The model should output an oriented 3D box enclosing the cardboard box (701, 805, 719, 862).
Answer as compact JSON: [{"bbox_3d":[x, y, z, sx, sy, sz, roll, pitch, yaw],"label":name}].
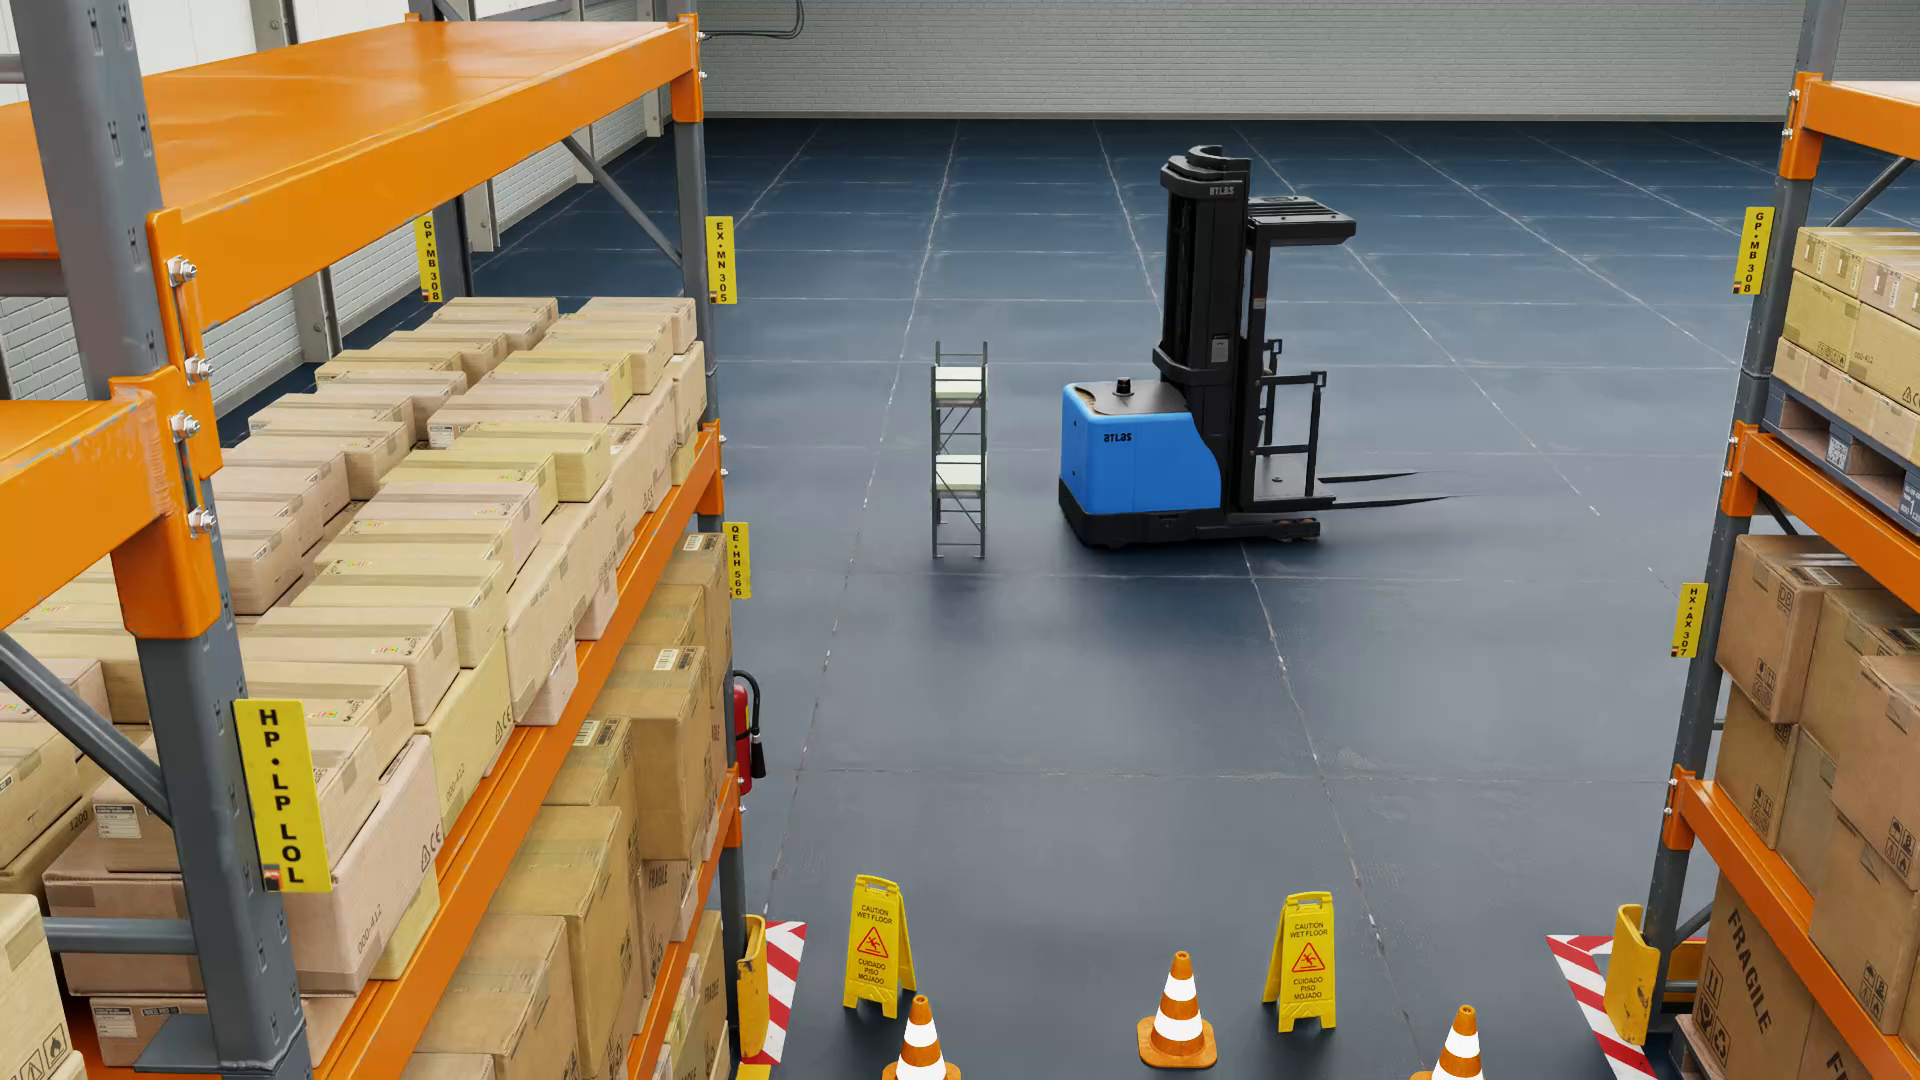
[{"bbox_3d":[-1.137,1.105,6.382,0.380,0.149,0.250,0,21,1],"label":"cardboard box"}]

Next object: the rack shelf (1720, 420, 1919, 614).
[{"bbox_3d":[3.447,0.435,4.608,1.077,0.370,4.000,1,21,2],"label":"rack shelf"}]

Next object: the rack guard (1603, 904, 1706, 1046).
[{"bbox_3d":[3.509,1.932,7.359,1.175,0.500,0.348,1,21,2],"label":"rack guard"}]

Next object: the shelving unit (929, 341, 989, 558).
[{"bbox_3d":[0.000,-0.702,12.764,0.431,1.500,0.755,1,21,2],"label":"shelving unit"}]

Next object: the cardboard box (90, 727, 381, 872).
[{"bbox_3d":[-1.229,0.440,2.846,0.380,0.149,0.250,0,21,1],"label":"cardboard box"}]

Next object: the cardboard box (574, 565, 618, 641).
[{"bbox_3d":[-1.176,0.164,4.660,0.380,0.149,0.250,0,21,1],"label":"cardboard box"}]

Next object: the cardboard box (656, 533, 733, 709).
[{"bbox_3d":[-1.240,0.293,6.196,0.700,0.500,0.500,0,21,0],"label":"cardboard box"}]

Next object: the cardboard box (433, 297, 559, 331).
[{"bbox_3d":[-1.657,-0.770,5.964,0.380,0.149,0.250,0,21,1],"label":"cardboard box"}]

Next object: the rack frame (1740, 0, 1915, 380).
[{"bbox_3d":[3.508,-2.022,5.799,1.000,3.000,0.127,1,21,2],"label":"rack frame"}]

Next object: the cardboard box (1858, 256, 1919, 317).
[{"bbox_3d":[3.164,-0.820,5.375,0.380,0.149,0.250,0,21,1],"label":"cardboard box"}]

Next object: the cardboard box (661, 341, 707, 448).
[{"bbox_3d":[-1.189,-0.522,5.877,0.500,0.250,0.500,0,21,1],"label":"cardboard box"}]

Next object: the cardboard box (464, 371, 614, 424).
[{"bbox_3d":[-1.267,-0.405,5.025,0.380,0.149,0.250,1,21,2],"label":"cardboard box"}]

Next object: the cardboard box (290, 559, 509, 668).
[{"bbox_3d":[-1.198,0.156,3.579,0.380,0.149,0.250,0,21,1],"label":"cardboard box"}]

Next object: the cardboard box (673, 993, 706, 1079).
[{"bbox_3d":[-1.219,1.975,5.976,0.500,0.500,0.500,1,21,4],"label":"cardboard box"}]

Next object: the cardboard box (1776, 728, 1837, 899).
[{"bbox_3d":[3.547,1.039,5.997,0.875,0.550,0.550,1,21,2],"label":"cardboard box"}]

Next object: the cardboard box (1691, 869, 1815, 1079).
[{"bbox_3d":[3.554,1.816,6.559,0.875,0.875,0.875,1,21,2],"label":"cardboard box"}]

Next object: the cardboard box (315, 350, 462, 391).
[{"bbox_3d":[-1.800,-0.499,5.265,0.380,0.149,0.250,1,21,1],"label":"cardboard box"}]

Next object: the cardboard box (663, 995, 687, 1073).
[{"bbox_3d":[-1.161,1.708,5.767,0.380,0.149,0.250,1,21,3],"label":"cardboard box"}]

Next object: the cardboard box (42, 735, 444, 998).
[{"bbox_3d":[-1.277,0.580,3.036,0.500,0.250,0.500,0,21,0],"label":"cardboard box"}]

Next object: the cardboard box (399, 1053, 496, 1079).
[{"bbox_3d":[-1.334,1.395,3.354,0.700,0.500,0.500,0,21,1],"label":"cardboard box"}]

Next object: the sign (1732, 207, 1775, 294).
[{"bbox_3d":[2.954,-1.076,6.191,0.100,0.325,0.005,1,21,2],"label":"sign"}]

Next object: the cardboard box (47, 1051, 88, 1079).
[{"bbox_3d":[-1.437,0.892,2.063,0.500,0.250,0.500,0,21,1],"label":"cardboard box"}]

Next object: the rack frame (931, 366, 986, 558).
[{"bbox_3d":[-0.011,-0.569,12.423,0.400,1.500,0.023,1,21,2],"label":"rack frame"}]

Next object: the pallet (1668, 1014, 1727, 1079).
[{"bbox_3d":[3.562,2.365,6.641,1.003,0.211,1.213,1,21,2],"label":"pallet"}]

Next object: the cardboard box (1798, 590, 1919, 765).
[{"bbox_3d":[3.534,0.535,5.802,0.875,0.550,0.550,1,21,2],"label":"cardboard box"}]

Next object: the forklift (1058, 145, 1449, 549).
[{"bbox_3d":[2.369,-1.535,12.932,3.031,2.935,1.130,-3,21,-9],"label":"forklift"}]

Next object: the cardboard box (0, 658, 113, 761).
[{"bbox_3d":[-1.842,0.339,3.108,0.380,0.149,0.250,0,21,0],"label":"cardboard box"}]

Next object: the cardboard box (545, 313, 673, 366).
[{"bbox_3d":[-1.204,-0.677,5.726,0.380,0.149,0.250,1,21,3],"label":"cardboard box"}]

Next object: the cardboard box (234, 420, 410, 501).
[{"bbox_3d":[-1.735,-0.220,4.547,0.380,0.149,0.250,1,21,3],"label":"cardboard box"}]

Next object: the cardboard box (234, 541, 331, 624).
[{"bbox_3d":[-1.776,0.207,3.999,0.500,0.250,0.500,0,21,1],"label":"cardboard box"}]

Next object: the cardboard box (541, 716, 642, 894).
[{"bbox_3d":[-1.330,0.840,4.785,0.700,0.500,0.500,1,21,1],"label":"cardboard box"}]

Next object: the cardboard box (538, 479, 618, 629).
[{"bbox_3d":[-1.230,0.030,4.454,0.500,0.250,0.500,1,21,2],"label":"cardboard box"}]

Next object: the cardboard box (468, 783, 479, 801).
[{"bbox_3d":[-1.301,0.537,3.698,0.380,0.149,0.250,1,21,3],"label":"cardboard box"}]

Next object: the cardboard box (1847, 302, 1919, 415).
[{"bbox_3d":[3.223,-0.579,5.305,0.500,0.250,0.500,0,21,1],"label":"cardboard box"}]

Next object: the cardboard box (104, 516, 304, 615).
[{"bbox_3d":[-1.757,0.057,3.835,0.380,0.149,0.250,0,21,1],"label":"cardboard box"}]

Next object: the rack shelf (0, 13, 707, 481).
[{"bbox_3d":[-1.504,-0.980,4.112,1.077,0.370,4.000,1,21,2],"label":"rack shelf"}]

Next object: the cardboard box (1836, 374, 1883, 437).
[{"bbox_3d":[3.162,-0.445,5.512,0.380,0.149,0.250,1,21,2],"label":"cardboard box"}]

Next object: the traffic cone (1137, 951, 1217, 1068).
[{"bbox_3d":[0.953,1.999,7.238,0.336,0.463,0.334,1,21,2],"label":"traffic cone"}]

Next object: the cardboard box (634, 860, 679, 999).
[{"bbox_3d":[-1.222,1.133,5.412,0.500,0.500,0.500,1,21,1],"label":"cardboard box"}]

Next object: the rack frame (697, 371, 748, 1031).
[{"bbox_3d":[-1.443,0.757,6.931,1.000,3.000,0.127,1,21,2],"label":"rack frame"}]

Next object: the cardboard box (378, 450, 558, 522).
[{"bbox_3d":[-1.264,-0.123,4.297,0.380,0.149,0.250,1,21,3],"label":"cardboard box"}]

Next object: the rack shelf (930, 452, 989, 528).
[{"bbox_3d":[0.000,-0.398,12.882,0.431,0.370,0.720,1,21,2],"label":"rack shelf"}]

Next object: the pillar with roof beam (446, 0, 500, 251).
[{"bbox_3d":[-2.476,-8.312,22.011,9.100,9.000,0.400,1,21,2],"label":"pillar with roof beam"}]

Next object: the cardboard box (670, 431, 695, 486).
[{"bbox_3d":[-1.149,-0.302,5.860,0.380,0.149,0.250,1,21,2],"label":"cardboard box"}]

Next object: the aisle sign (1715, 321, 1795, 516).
[{"bbox_3d":[3.210,-0.466,6.489,0.394,0.787,0.004,1,21,2],"label":"aisle sign"}]

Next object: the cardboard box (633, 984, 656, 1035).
[{"bbox_3d":[-1.209,1.475,5.428,0.380,0.149,0.250,0,21,1],"label":"cardboard box"}]

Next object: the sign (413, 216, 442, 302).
[{"bbox_3d":[-1.985,-1.055,6.245,0.100,0.325,0.005,1,21,2],"label":"sign"}]

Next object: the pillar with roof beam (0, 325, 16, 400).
[{"bbox_3d":[-2.841,-3.973,10.828,9.100,9.000,0.400,1,21,2],"label":"pillar with roof beam"}]
